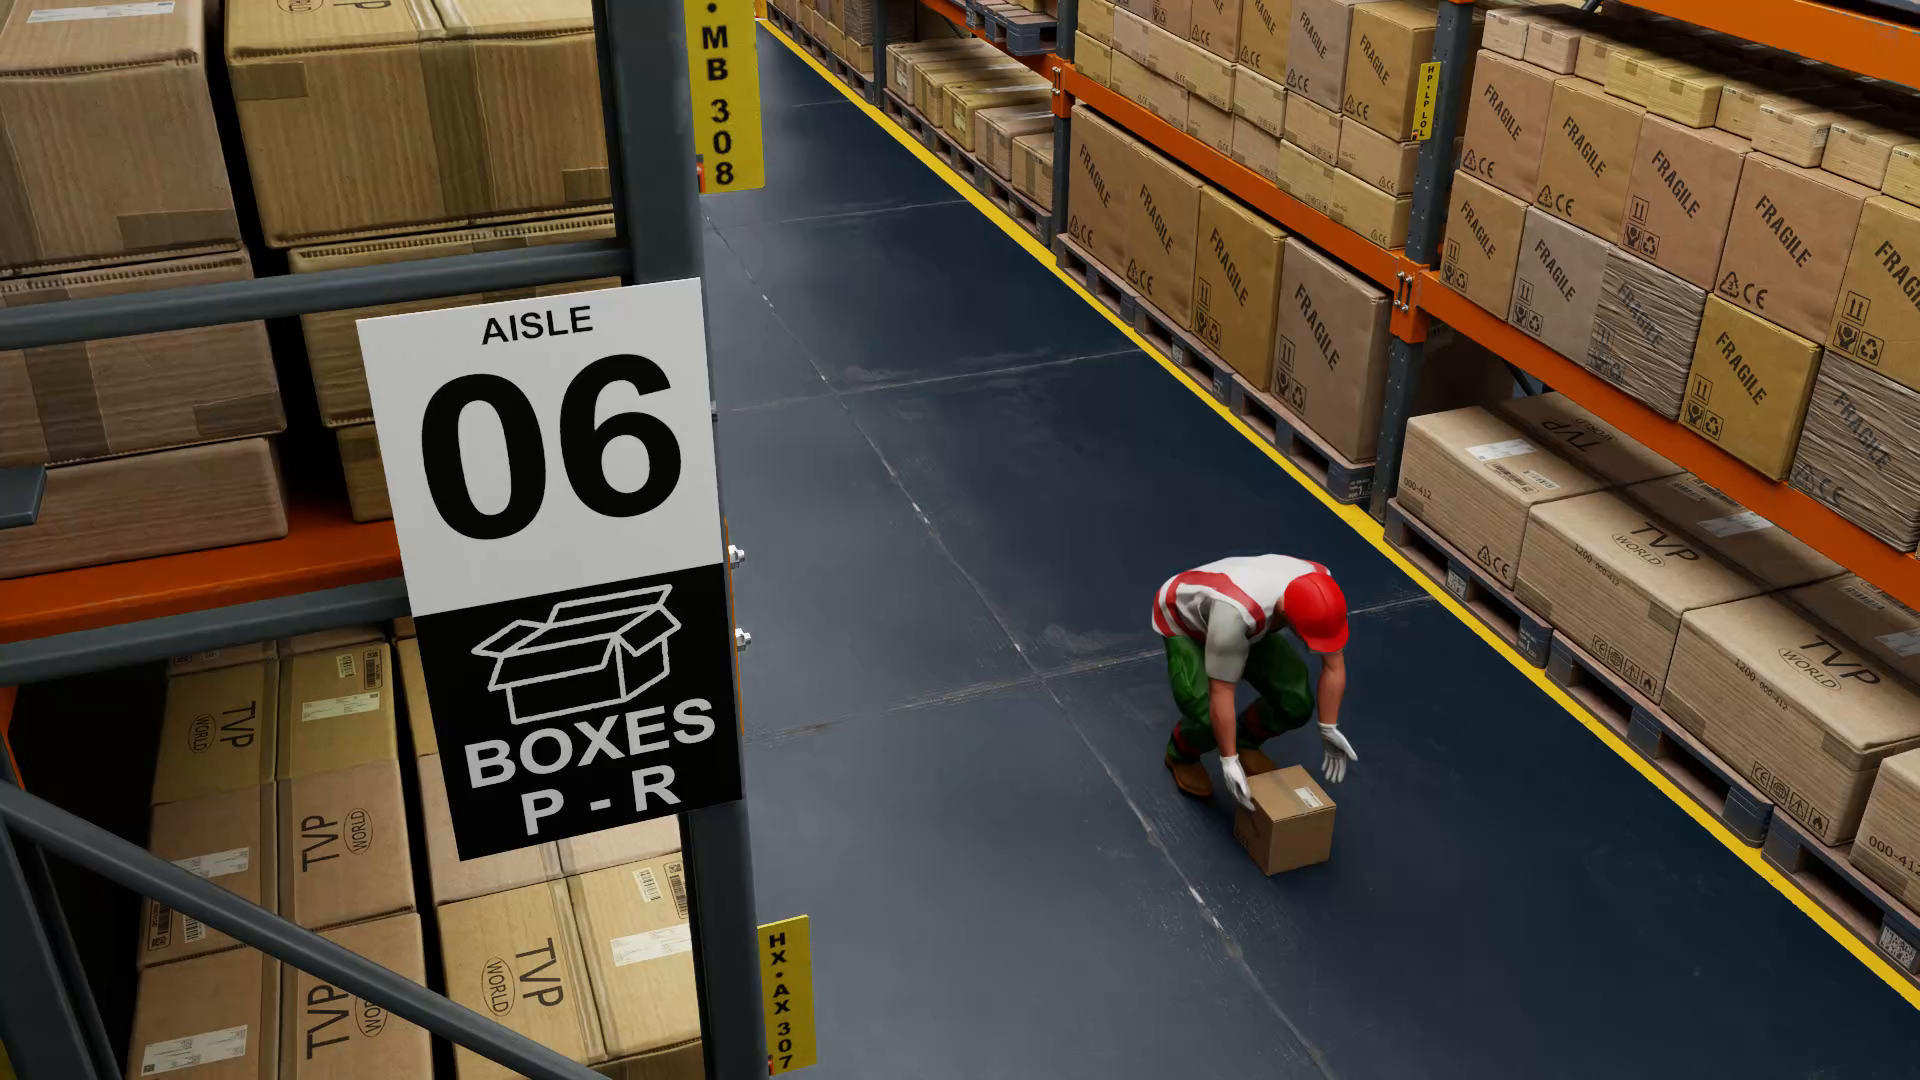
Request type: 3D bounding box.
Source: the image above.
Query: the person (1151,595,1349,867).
[{"bbox_3d":[1.050,0.645,6.044,0.526,0.809,0.947,-11,31,-19],"label":"person"}]
